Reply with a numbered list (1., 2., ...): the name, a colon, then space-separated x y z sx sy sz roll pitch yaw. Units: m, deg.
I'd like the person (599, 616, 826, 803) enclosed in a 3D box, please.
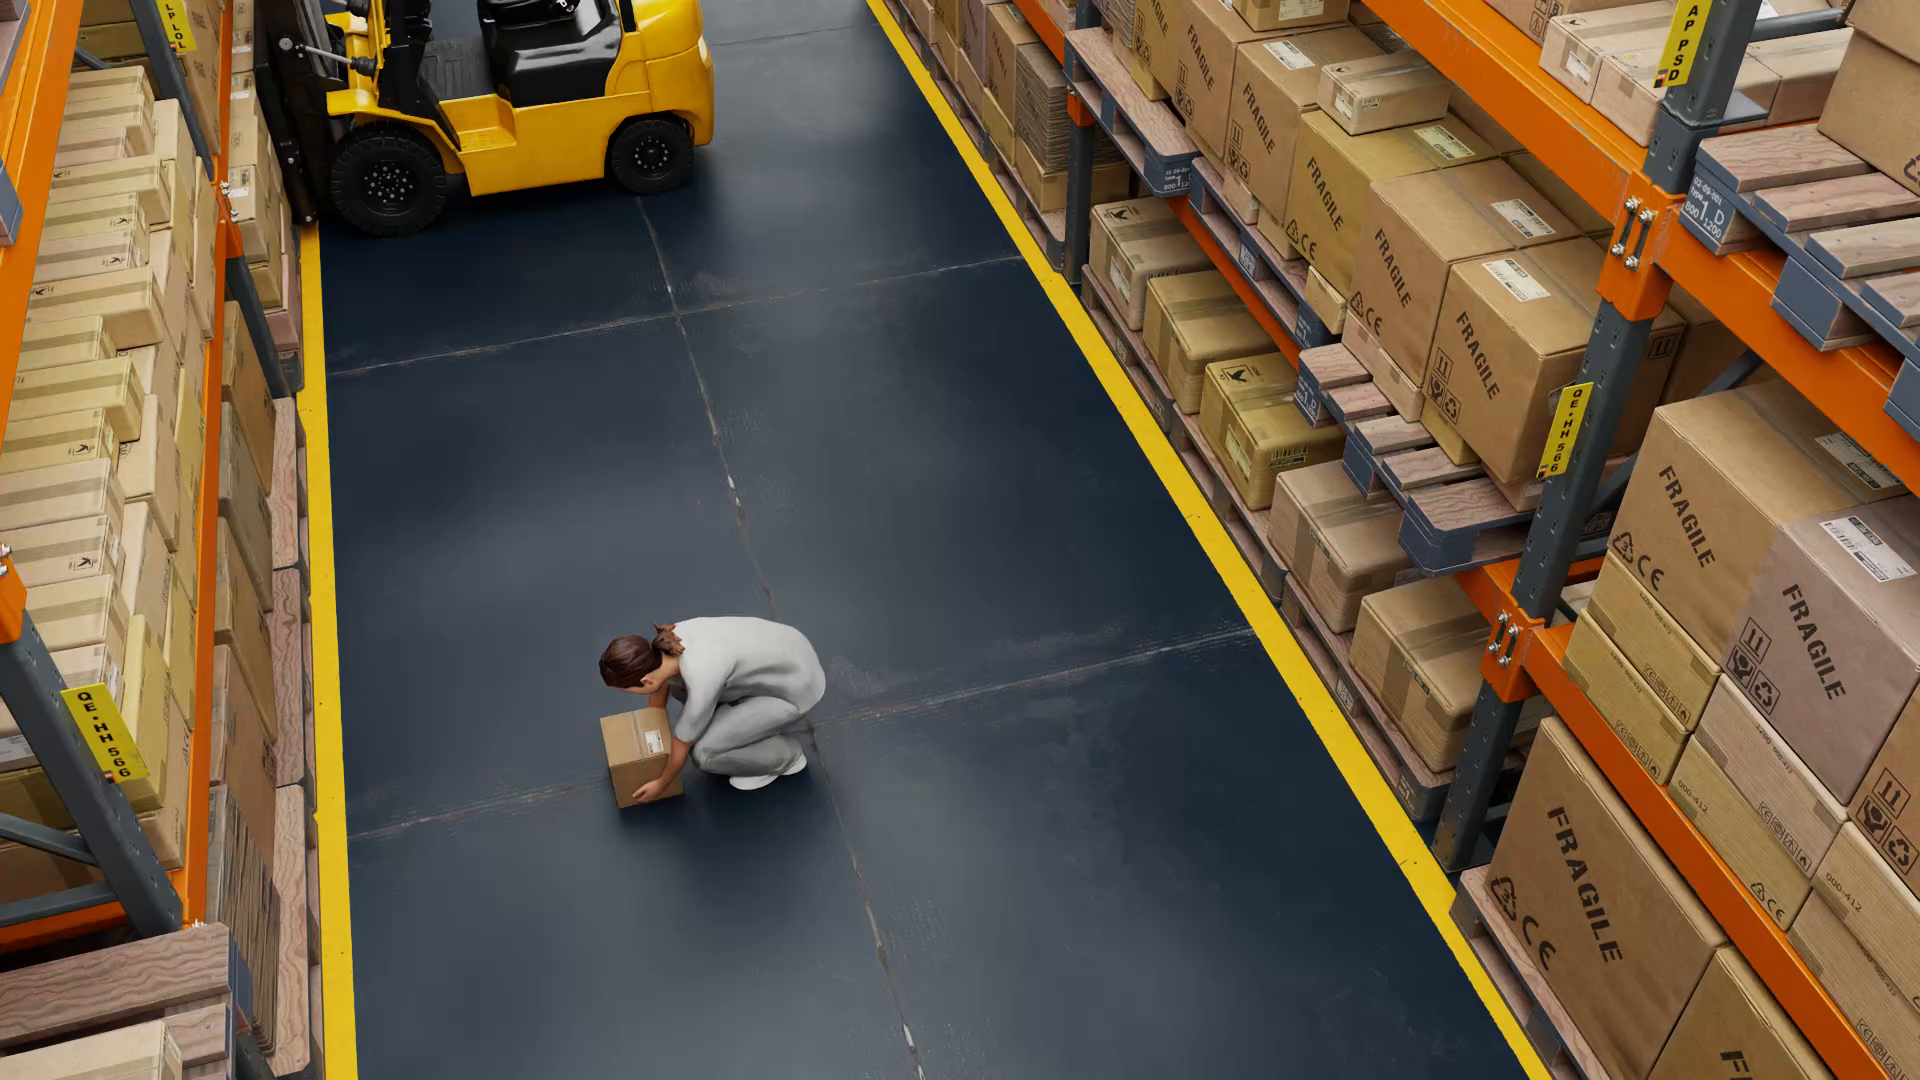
1. person: -0.901 0.572 6.190 0.803 0.807 0.470 -12 44 -13
